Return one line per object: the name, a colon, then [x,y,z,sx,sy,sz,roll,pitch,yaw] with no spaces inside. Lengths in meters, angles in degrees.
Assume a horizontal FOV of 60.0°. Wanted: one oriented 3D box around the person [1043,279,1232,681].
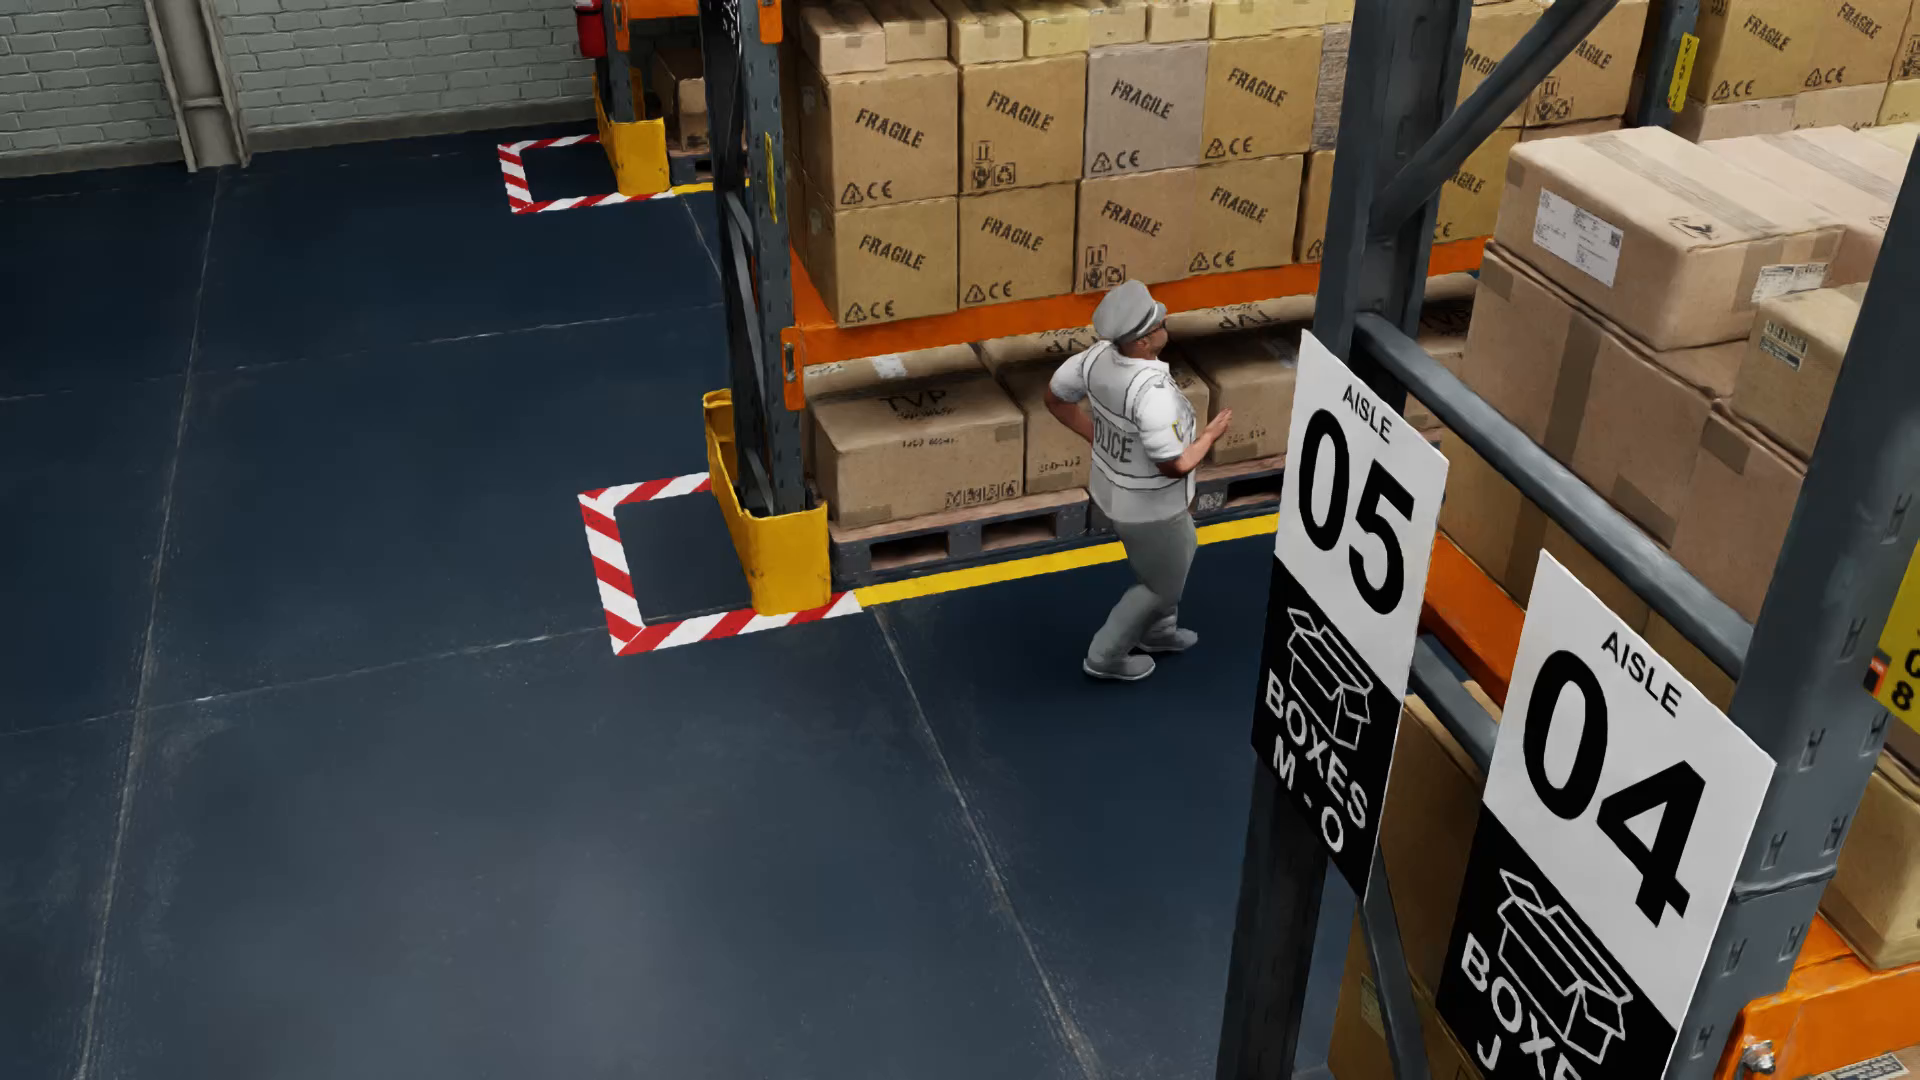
person: [0.727,-0.181,6.427,0.686,1.794,0.640,-9,35,-14]
